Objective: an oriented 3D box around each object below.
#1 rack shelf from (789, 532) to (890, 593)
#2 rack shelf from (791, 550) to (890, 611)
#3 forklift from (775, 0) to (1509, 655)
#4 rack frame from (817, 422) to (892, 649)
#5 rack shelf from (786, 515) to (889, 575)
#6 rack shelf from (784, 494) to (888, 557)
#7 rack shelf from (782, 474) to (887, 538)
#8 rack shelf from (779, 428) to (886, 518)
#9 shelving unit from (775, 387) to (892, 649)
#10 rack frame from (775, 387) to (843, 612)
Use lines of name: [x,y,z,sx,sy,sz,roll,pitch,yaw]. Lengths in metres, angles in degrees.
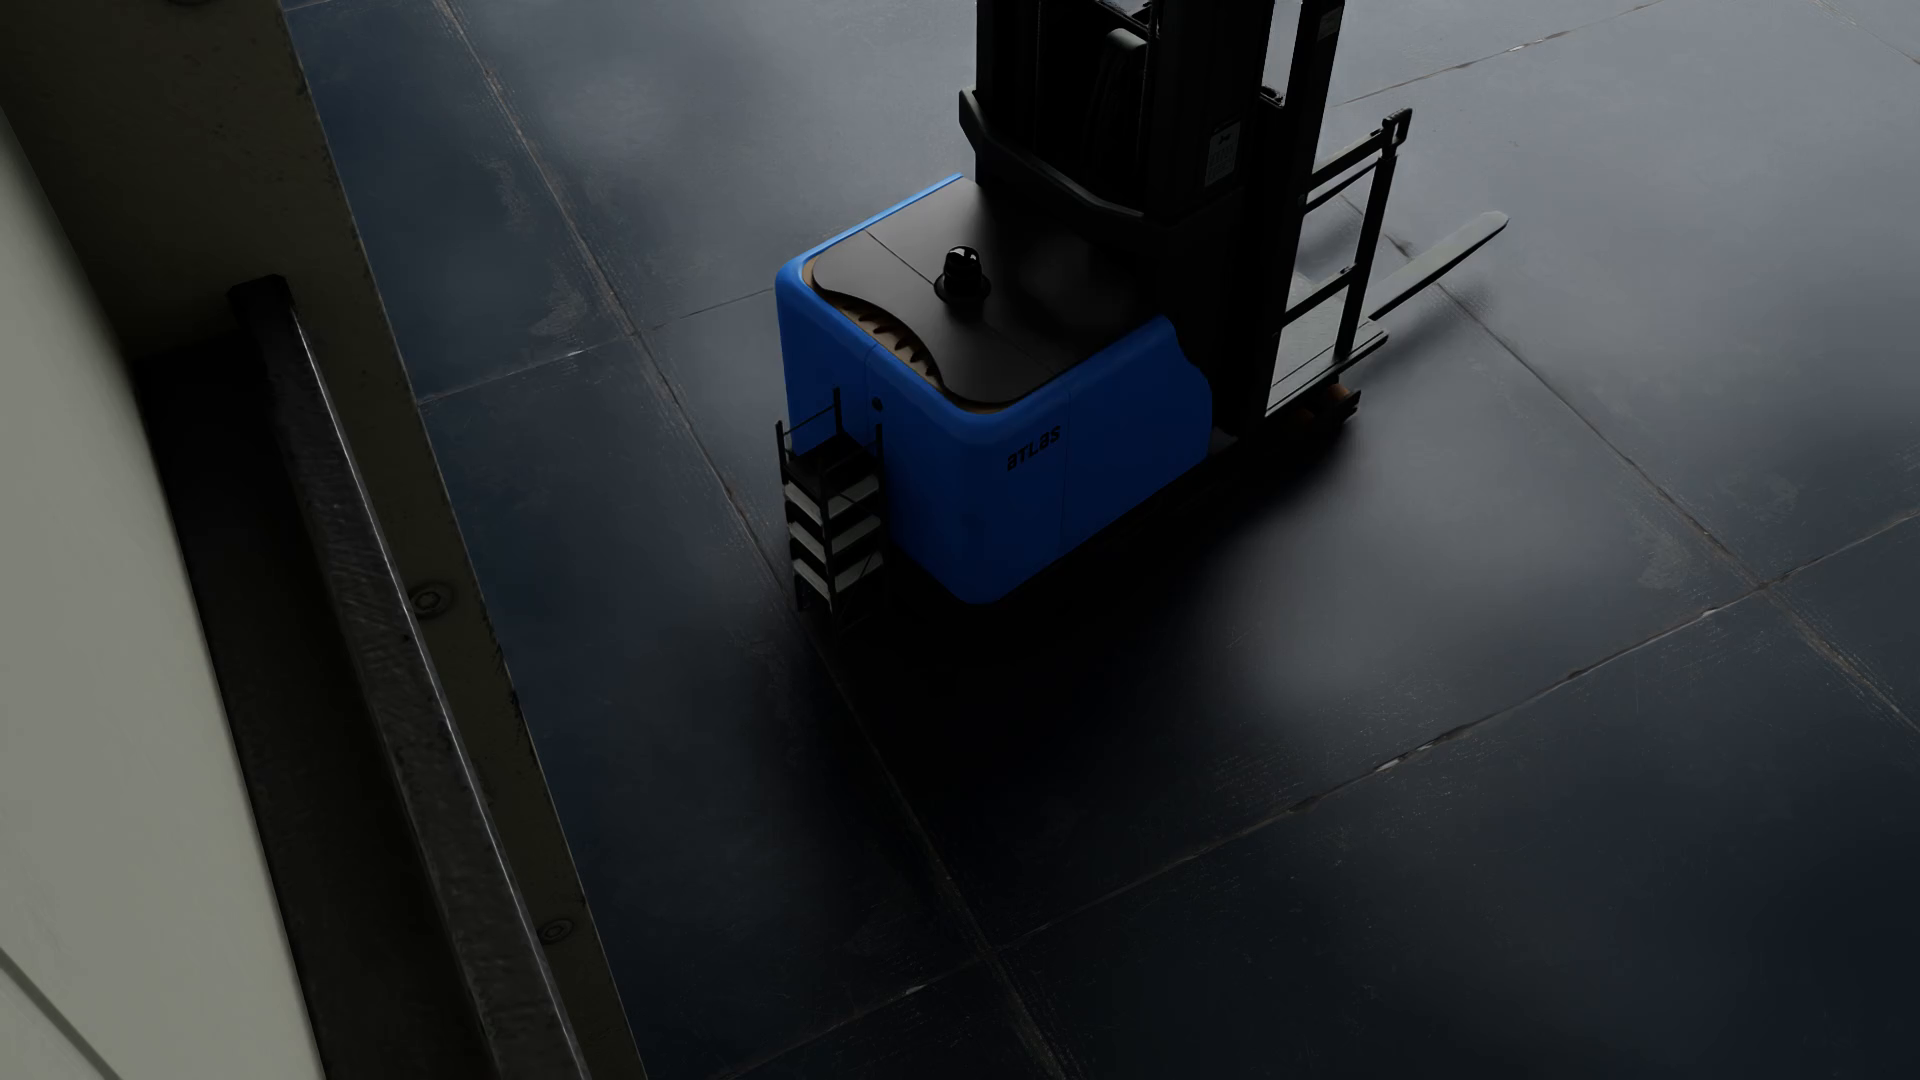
rack shelf: [-0.391,0.029,5.389,0.258,0.077,0.200,-33,57,-25]
rack shelf: [-0.391,0.088,5.457,0.258,0.077,0.200,-33,57,-25]
forklift: [0.849,-1.555,5.262,3.031,2.935,1.130,-33,57,-26]
rack frame: [-0.325,0.005,5.246,0.240,0.900,0.006,-33,57,-25]
rack shelf: [-0.391,-0.031,5.321,0.258,0.077,0.200,-33,57,-25]
rack shelf: [-0.392,-0.090,5.254,0.258,0.077,0.200,-33,57,-25]
rack shelf: [-0.392,-0.149,5.186,0.258,0.077,0.200,-33,57,-25]
rack shelf: [-0.392,-0.208,5.118,0.258,0.077,0.200,-33,57,-25]
shelving unit: [-0.391,-0.053,5.296,0.258,0.900,0.210,-33,57,-25]
rack frame: [-0.458,-0.110,5.347,0.240,0.900,0.006,-33,57,-25]
